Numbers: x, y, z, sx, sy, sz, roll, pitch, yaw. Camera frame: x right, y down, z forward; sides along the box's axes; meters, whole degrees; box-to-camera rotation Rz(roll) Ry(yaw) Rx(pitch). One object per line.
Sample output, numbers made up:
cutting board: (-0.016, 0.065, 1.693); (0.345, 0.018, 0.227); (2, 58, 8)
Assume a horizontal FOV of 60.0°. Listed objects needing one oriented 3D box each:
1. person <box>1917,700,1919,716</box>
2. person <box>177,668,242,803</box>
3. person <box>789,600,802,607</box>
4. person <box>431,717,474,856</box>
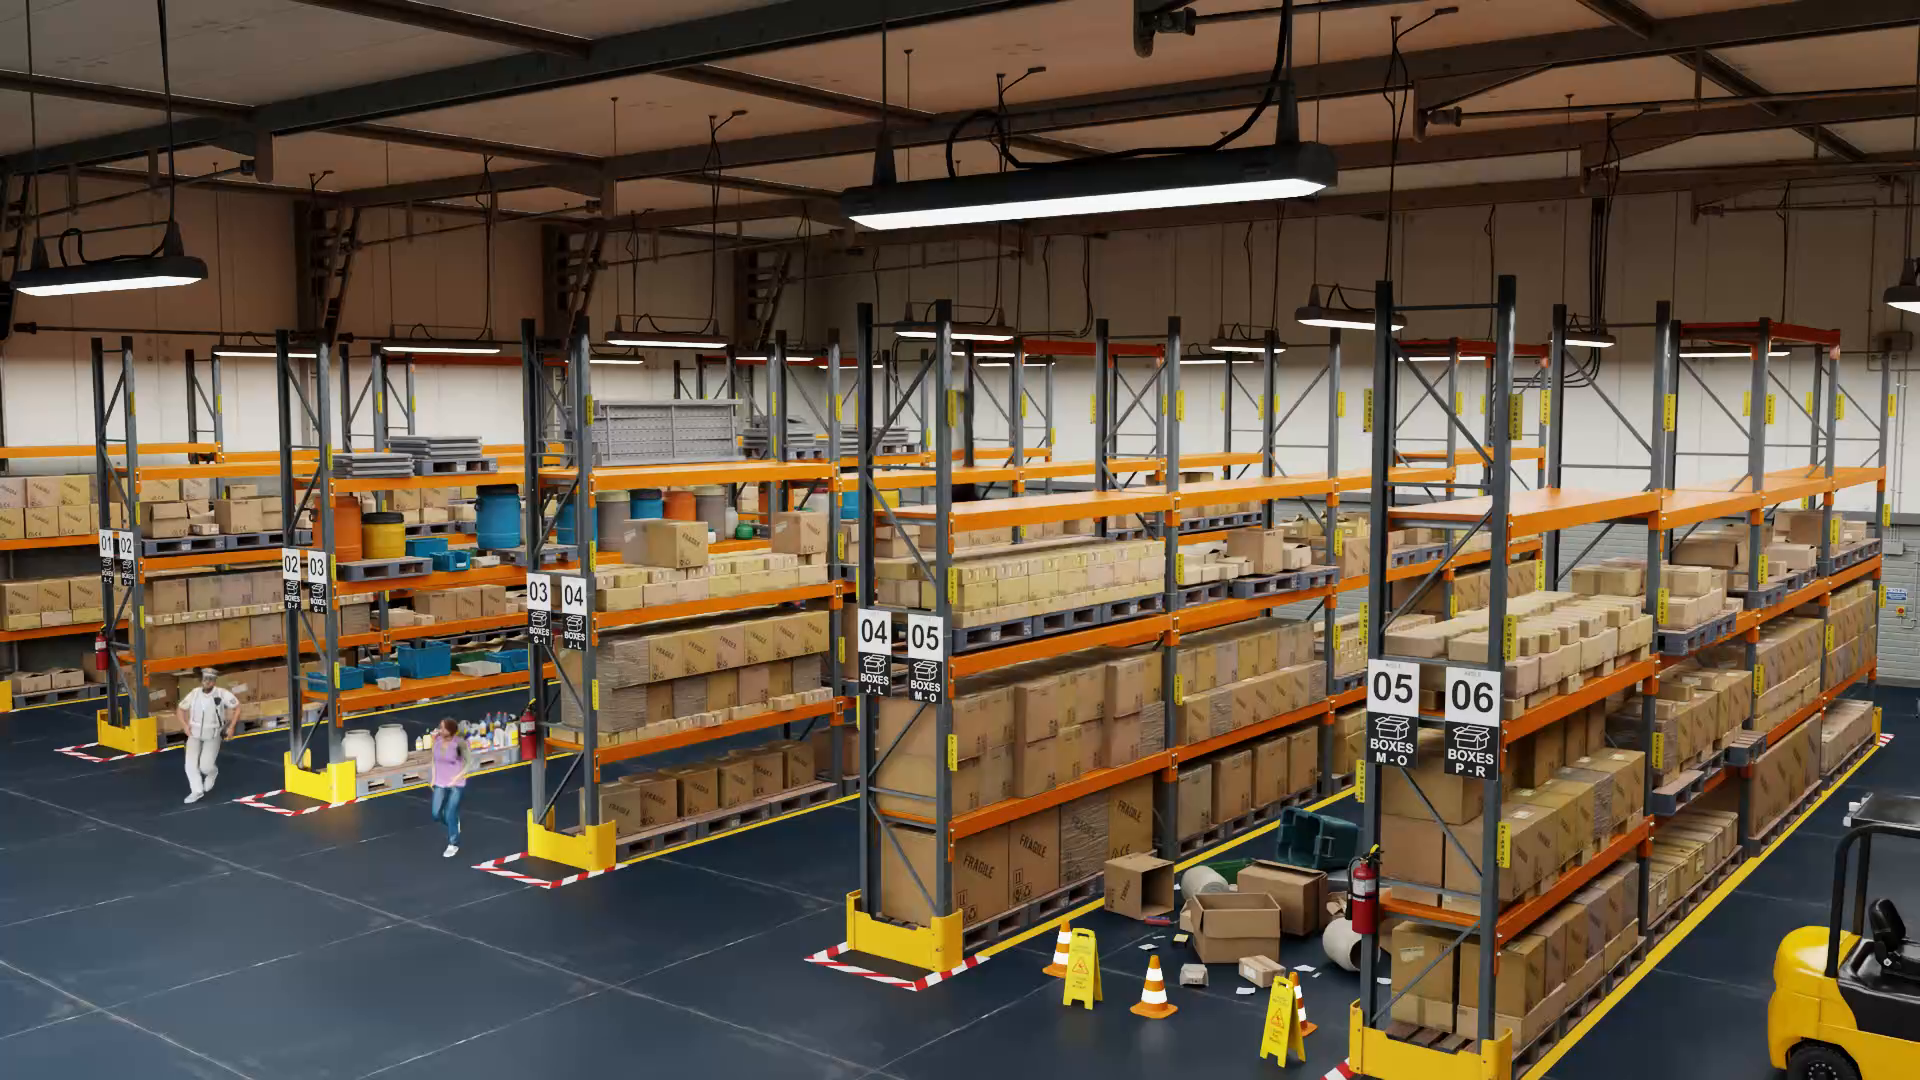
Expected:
person: (14.370, 2.207, 24.485); (0.597, 1.640, 0.616); (0, 5, -1)
person: (-9.605, 2.471, 21.262); (0.754, 1.717, 0.560); (-1, 5, -7)
person: (-3.249, 1.459, 32.810); (0.664, 1.738, 0.956); (3, 6, 33)
person: (-5.724, 2.764, 18.724); (0.554, 1.570, 0.538); (1, 5, 12)
